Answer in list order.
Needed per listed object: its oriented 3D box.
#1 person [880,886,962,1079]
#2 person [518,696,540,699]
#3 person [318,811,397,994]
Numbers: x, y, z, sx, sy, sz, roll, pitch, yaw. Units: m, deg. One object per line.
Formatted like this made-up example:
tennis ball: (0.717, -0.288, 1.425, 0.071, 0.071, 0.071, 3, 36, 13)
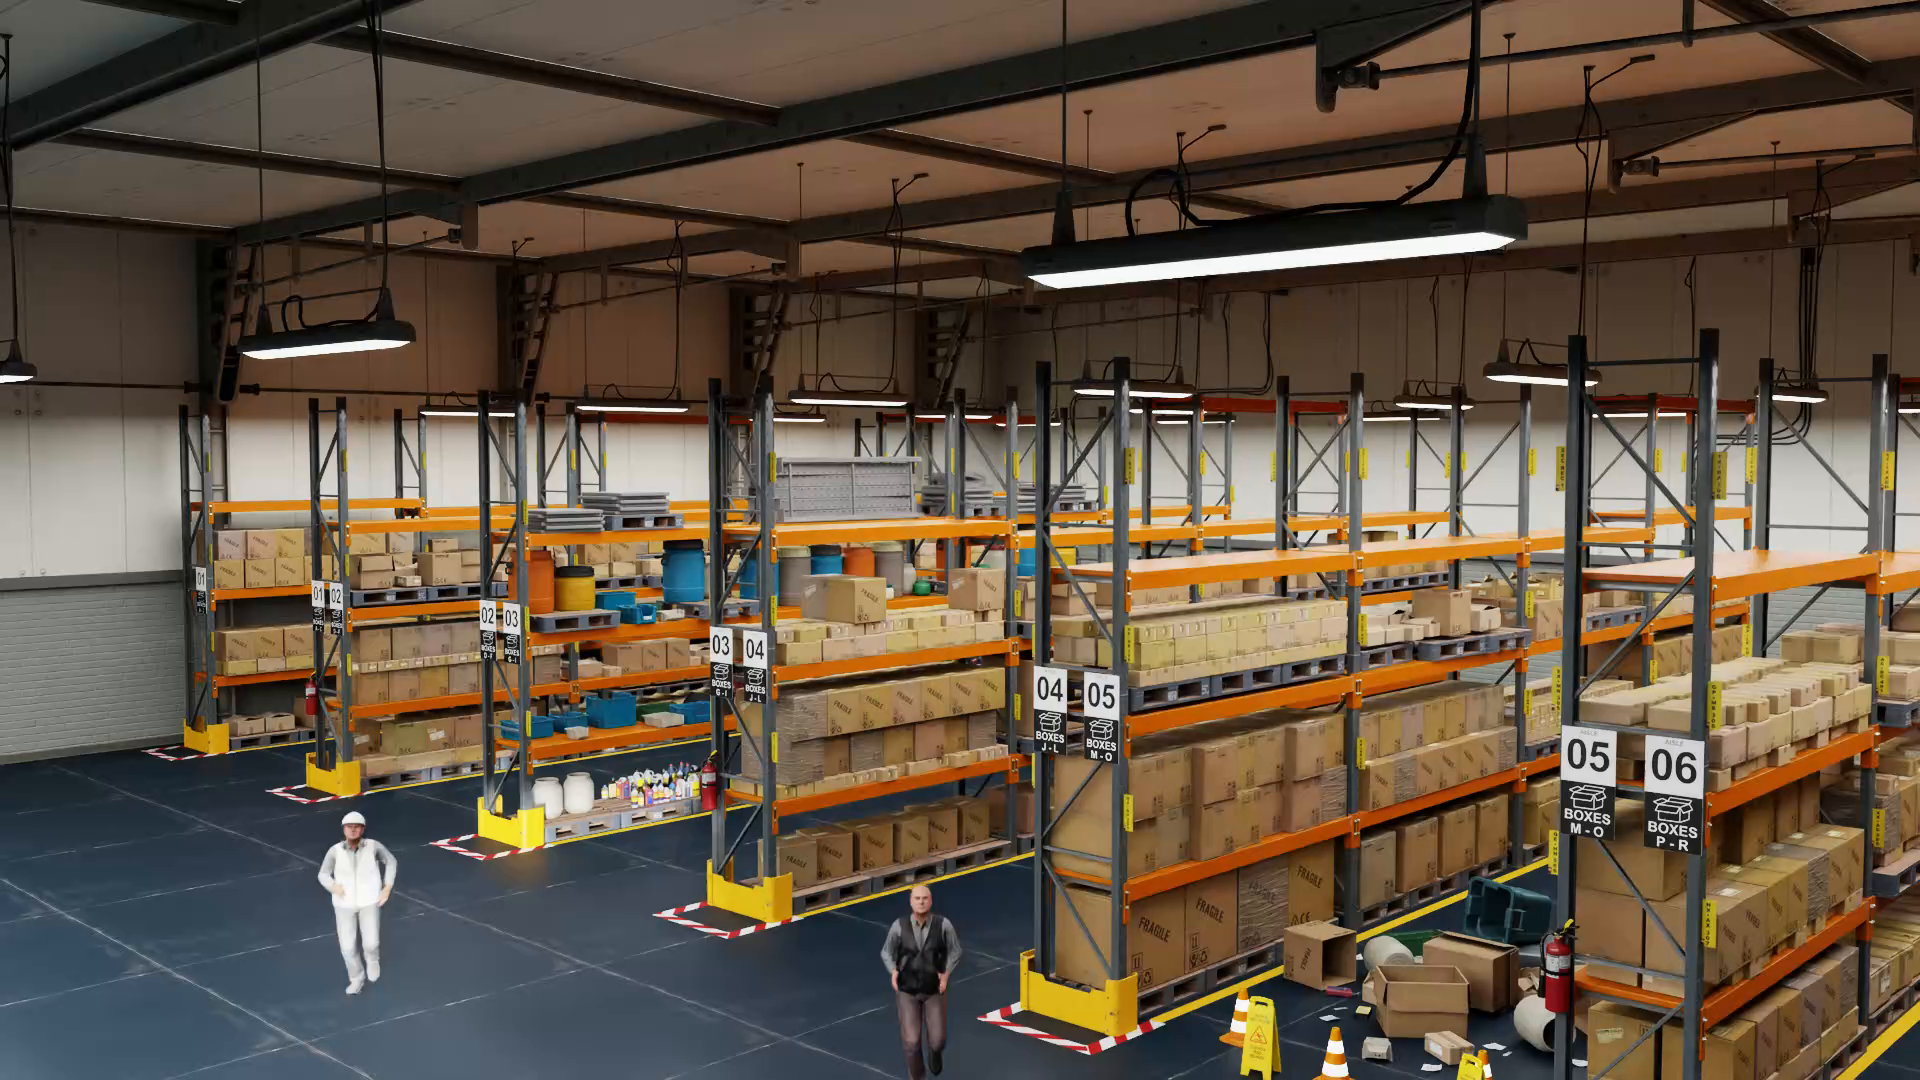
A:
person: (-0.315, 3.620, 13.392, 0.657, 1.670, 0.599, 0, 3, 0)
person: (-7.759, 2.700, 30.098, 0.667, 1.820, 0.883, 2, 4, 32)
person: (-5.730, 3.457, 15.805, 0.708, 1.740, 0.555, -1, 3, -16)
